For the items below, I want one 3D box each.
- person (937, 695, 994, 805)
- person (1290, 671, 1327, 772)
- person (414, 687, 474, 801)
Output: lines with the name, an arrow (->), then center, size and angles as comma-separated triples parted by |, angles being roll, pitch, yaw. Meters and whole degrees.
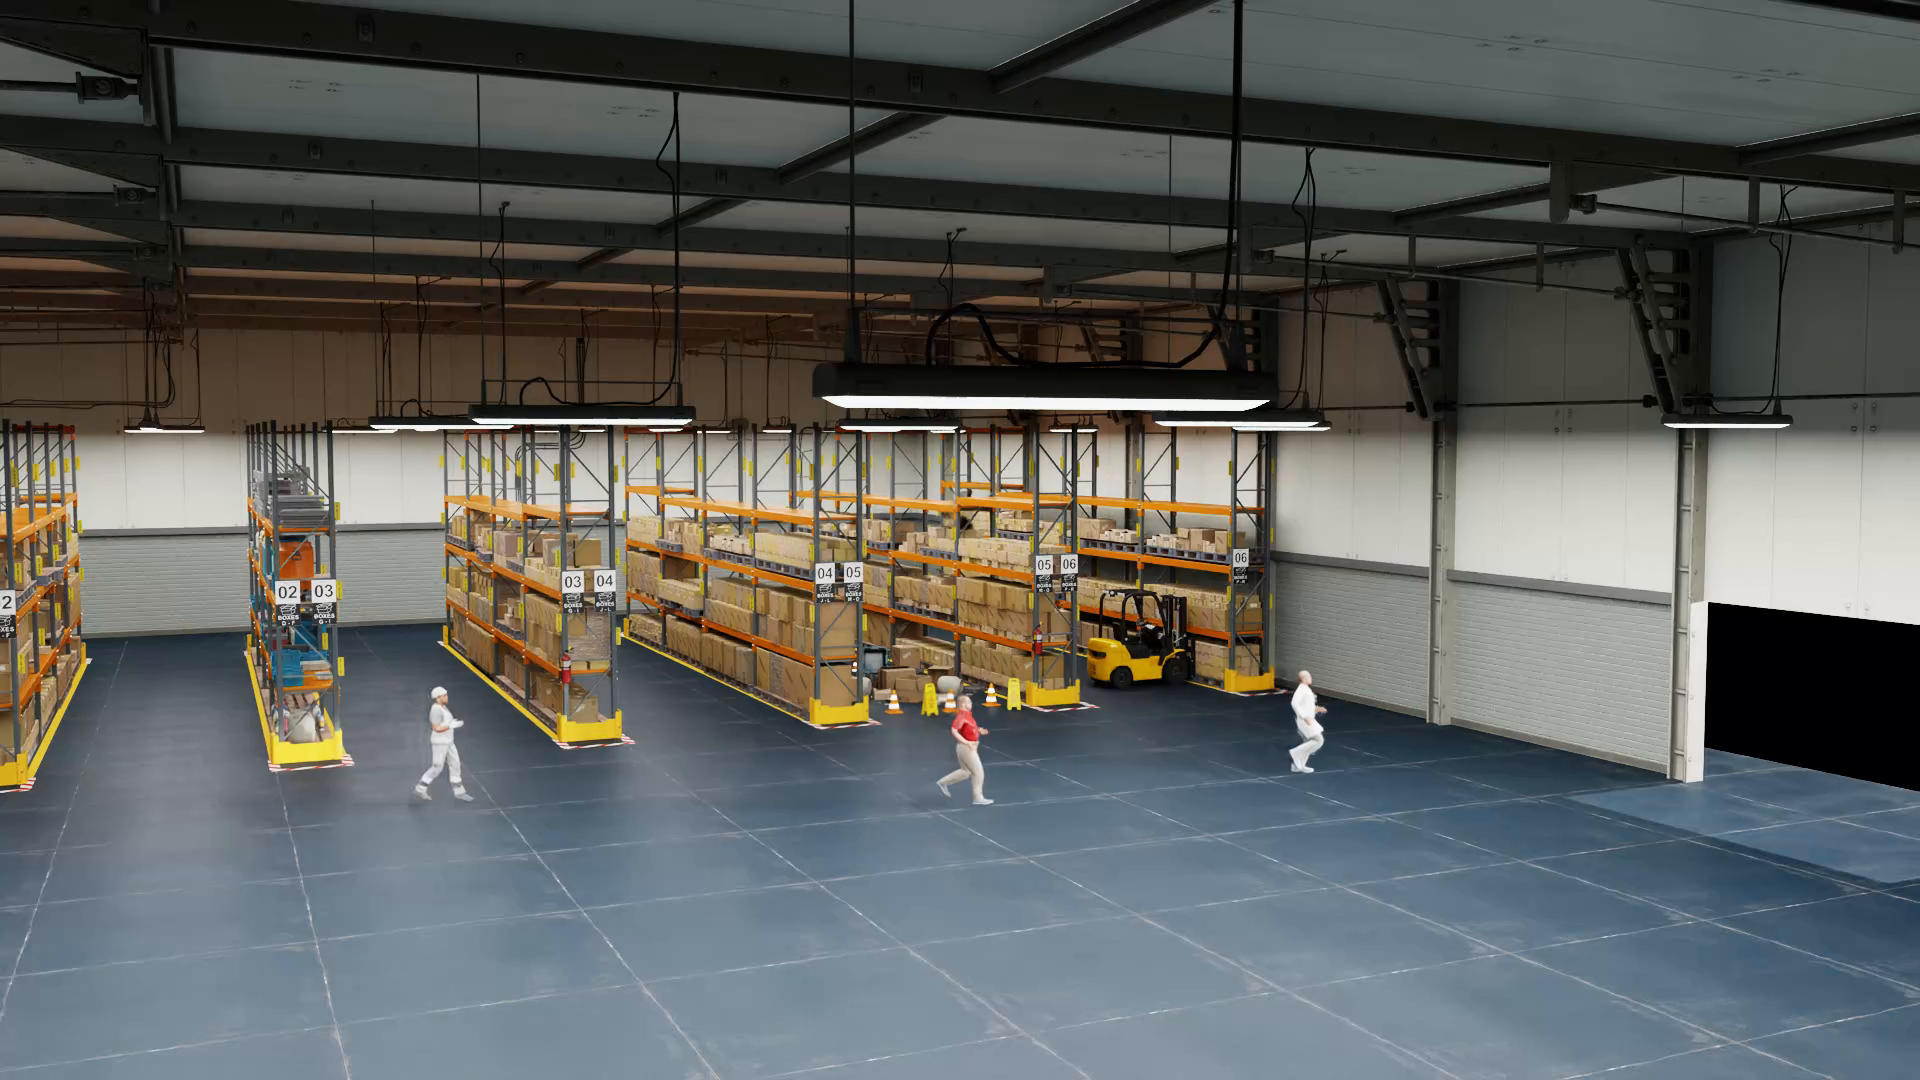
person -> 0.084, 3.289, 25.804 | 0.873, 1.626, 0.676 | 0, 4, 1
person -> 5.915, 3.086, 28.229 | 0.624, 1.735, 0.701 | 1, 4, 10
person -> -8.032, 3.176, 25.822 | 0.899, 1.800, 0.645 | 0, 4, 0
